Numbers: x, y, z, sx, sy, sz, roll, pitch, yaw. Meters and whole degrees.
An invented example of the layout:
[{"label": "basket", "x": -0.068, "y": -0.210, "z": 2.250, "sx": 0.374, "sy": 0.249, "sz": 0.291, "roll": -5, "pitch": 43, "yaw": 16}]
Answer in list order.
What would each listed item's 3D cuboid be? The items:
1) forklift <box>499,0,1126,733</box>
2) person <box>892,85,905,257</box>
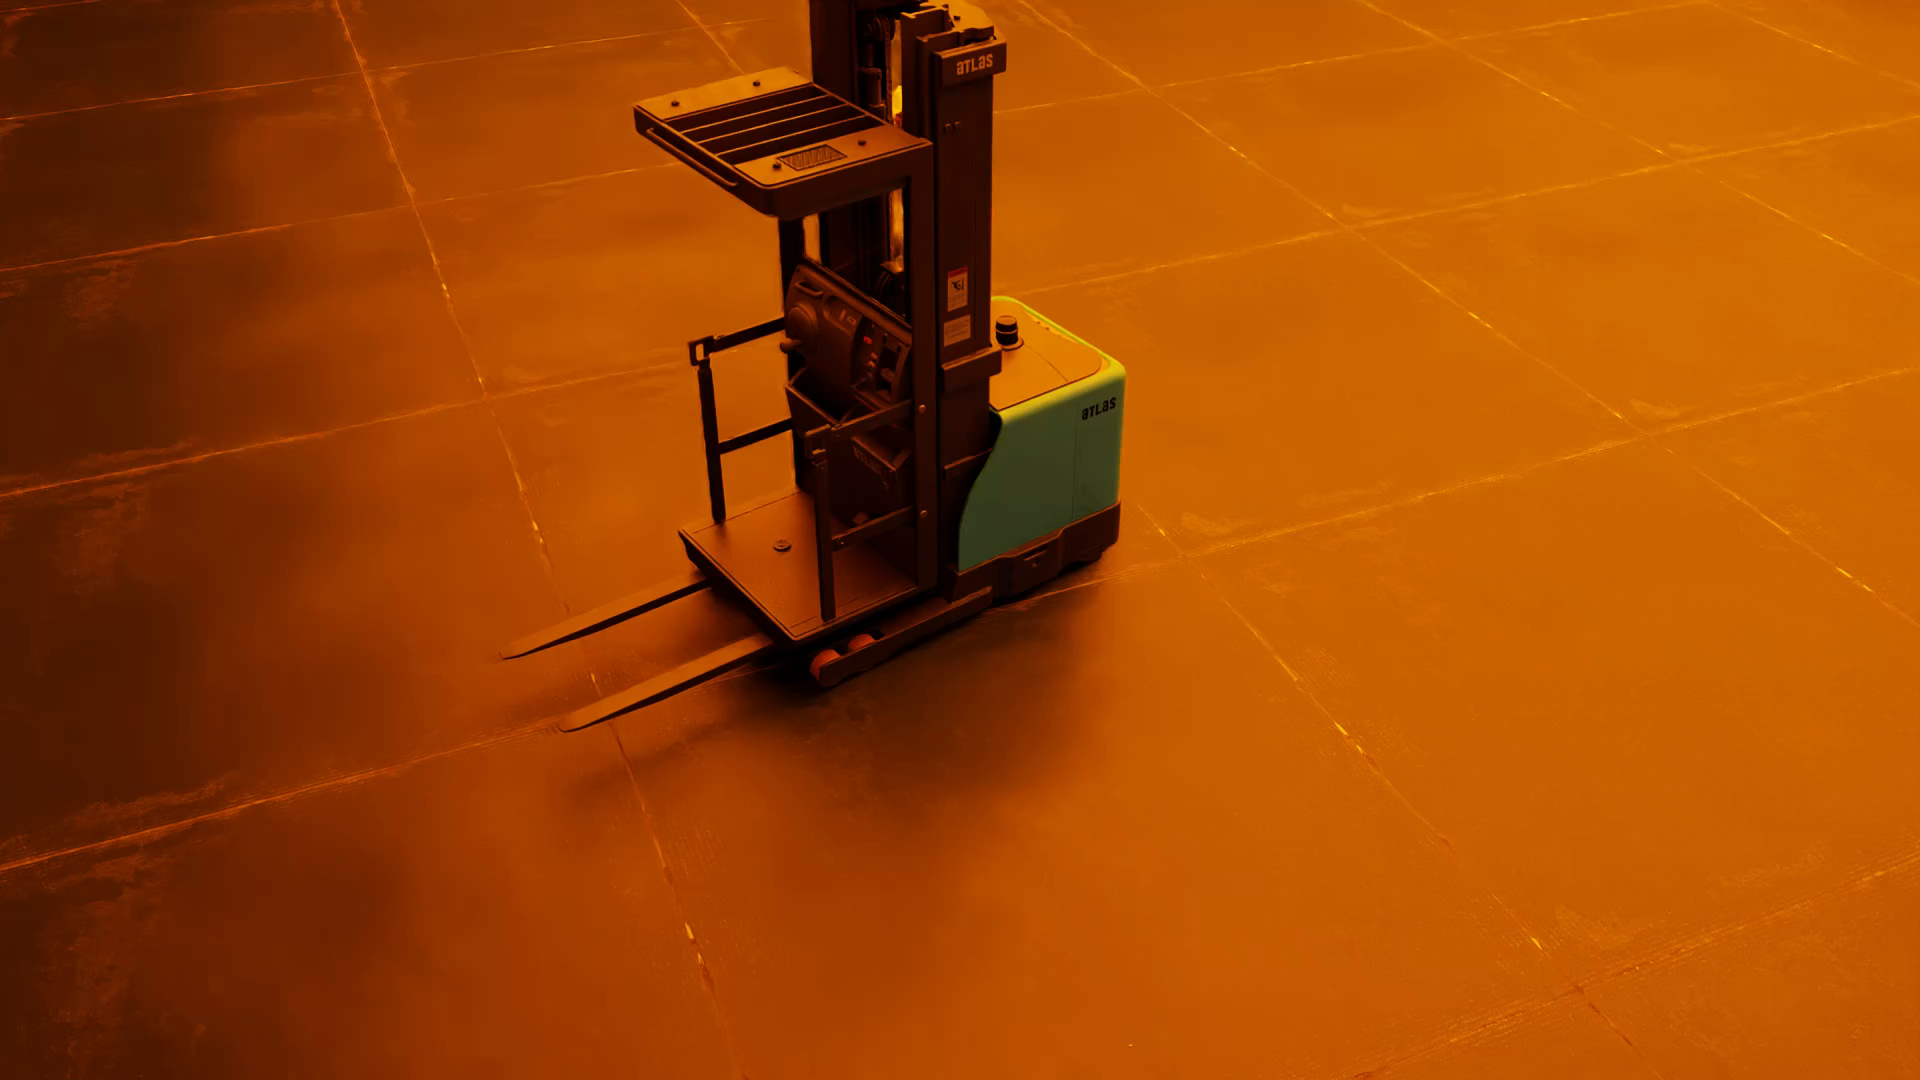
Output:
[{"label": "forklift", "x": -0.674, "y": -0.869, "z": 7.321, "sx": 3.031, "sy": 2.935, "sz": 1.130, "roll": -23, "pitch": 41, "yaw": -29}, {"label": "person", "x": -0.266, "y": -1.931, "z": 9.962, "sx": 1.039, "sy": 1.646, "sz": 0.524, "roll": -18, "pitch": 39, "yaw": -24}]
